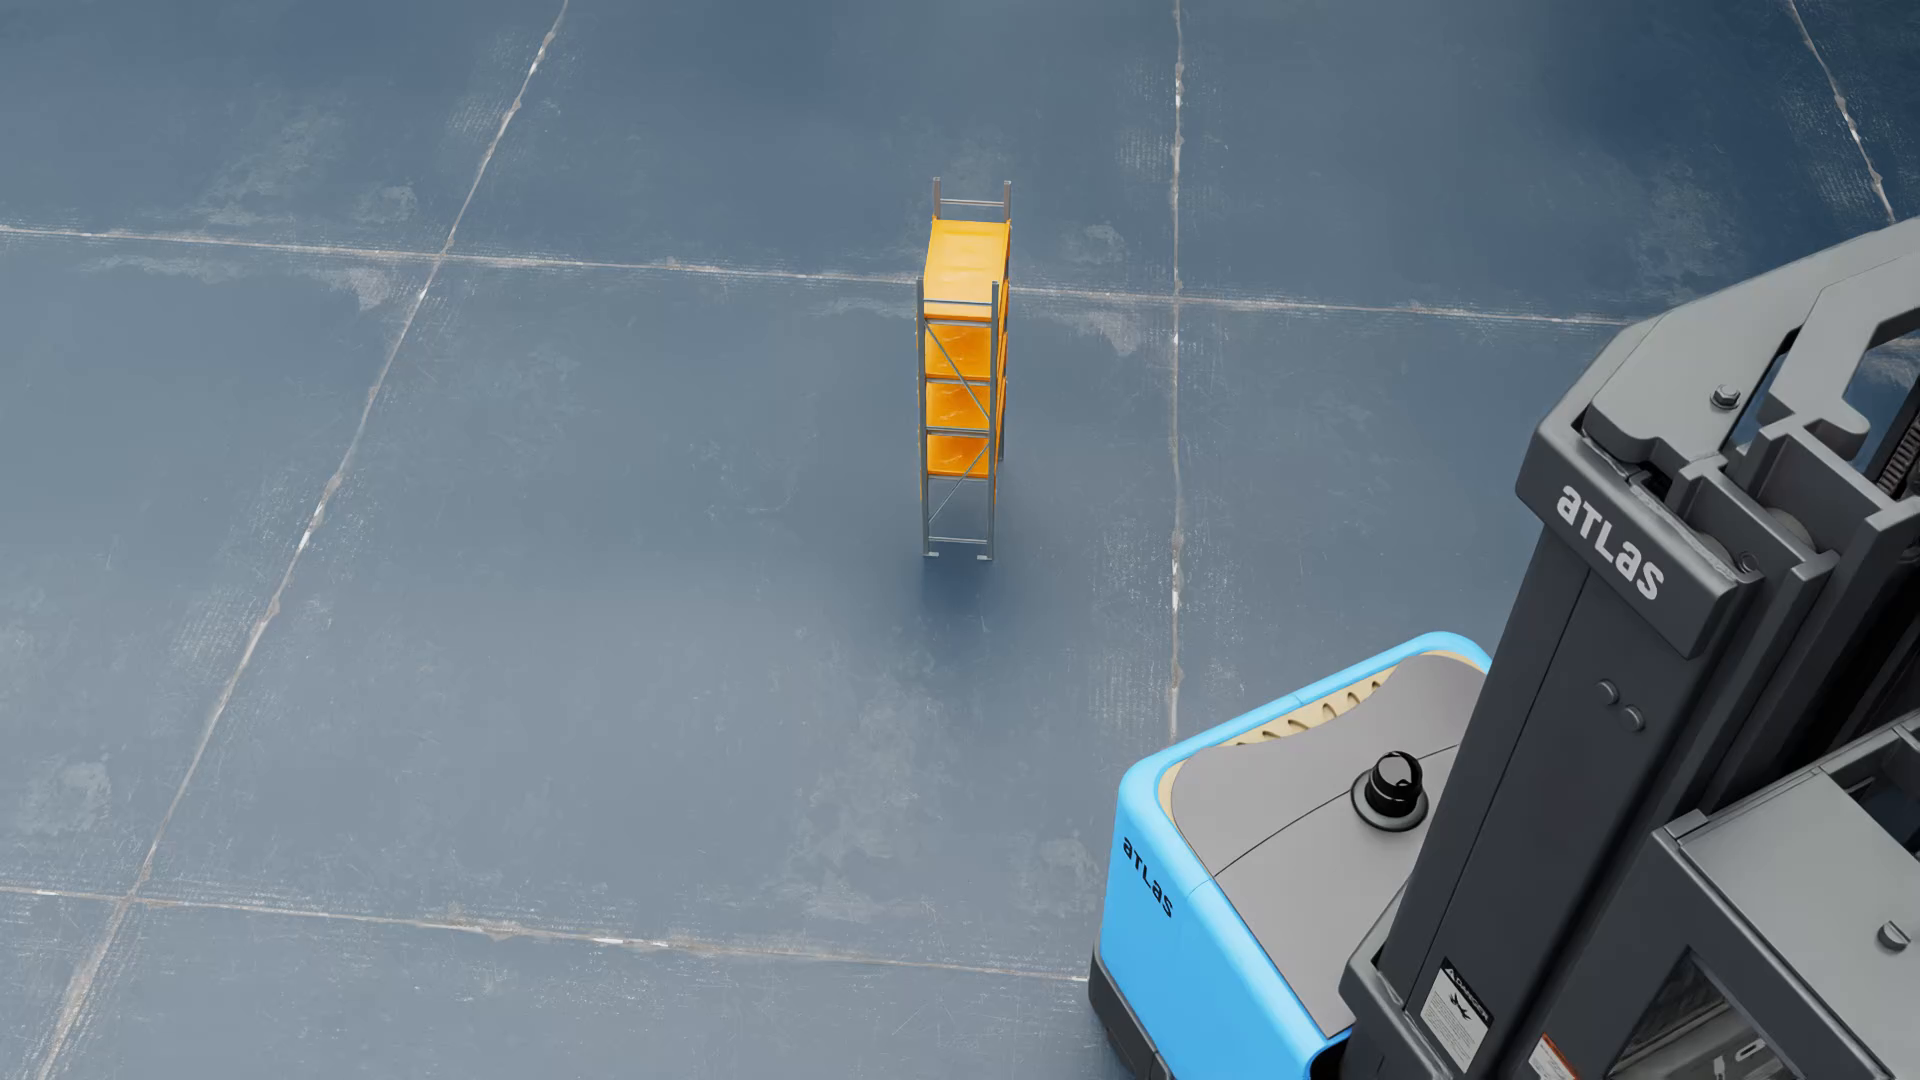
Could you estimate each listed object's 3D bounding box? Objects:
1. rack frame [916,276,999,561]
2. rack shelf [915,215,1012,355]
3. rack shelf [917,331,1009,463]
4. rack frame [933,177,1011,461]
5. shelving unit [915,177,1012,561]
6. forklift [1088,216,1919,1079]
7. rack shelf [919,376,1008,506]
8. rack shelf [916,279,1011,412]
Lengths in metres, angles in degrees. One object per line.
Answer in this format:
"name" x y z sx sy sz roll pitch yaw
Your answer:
"rack frame" -0.007 -0.347 5.255 0.240 1.200 0.015 4 48 4
"rack shelf" 0.015 -0.792 5.129 0.258 0.148 0.480 4 48 4
"rack shelf" 0.015 -0.481 5.468 0.258 0.148 0.480 4 48 4
"rack frame" 0.037 -0.706 5.583 0.240 1.200 0.015 4 48 4
"shelving unit" 0.015 -0.527 5.419 0.258 1.200 0.503 4 48 4
"forklift" 1.473 1.070 2.785 1.130 2.935 3.031 -21 51 -18
"rack shelf" 0.015 -0.347 5.615 0.258 0.148 0.480 4 48 4
"rack shelf" 0.015 -0.632 5.303 0.258 0.148 0.480 4 48 4
